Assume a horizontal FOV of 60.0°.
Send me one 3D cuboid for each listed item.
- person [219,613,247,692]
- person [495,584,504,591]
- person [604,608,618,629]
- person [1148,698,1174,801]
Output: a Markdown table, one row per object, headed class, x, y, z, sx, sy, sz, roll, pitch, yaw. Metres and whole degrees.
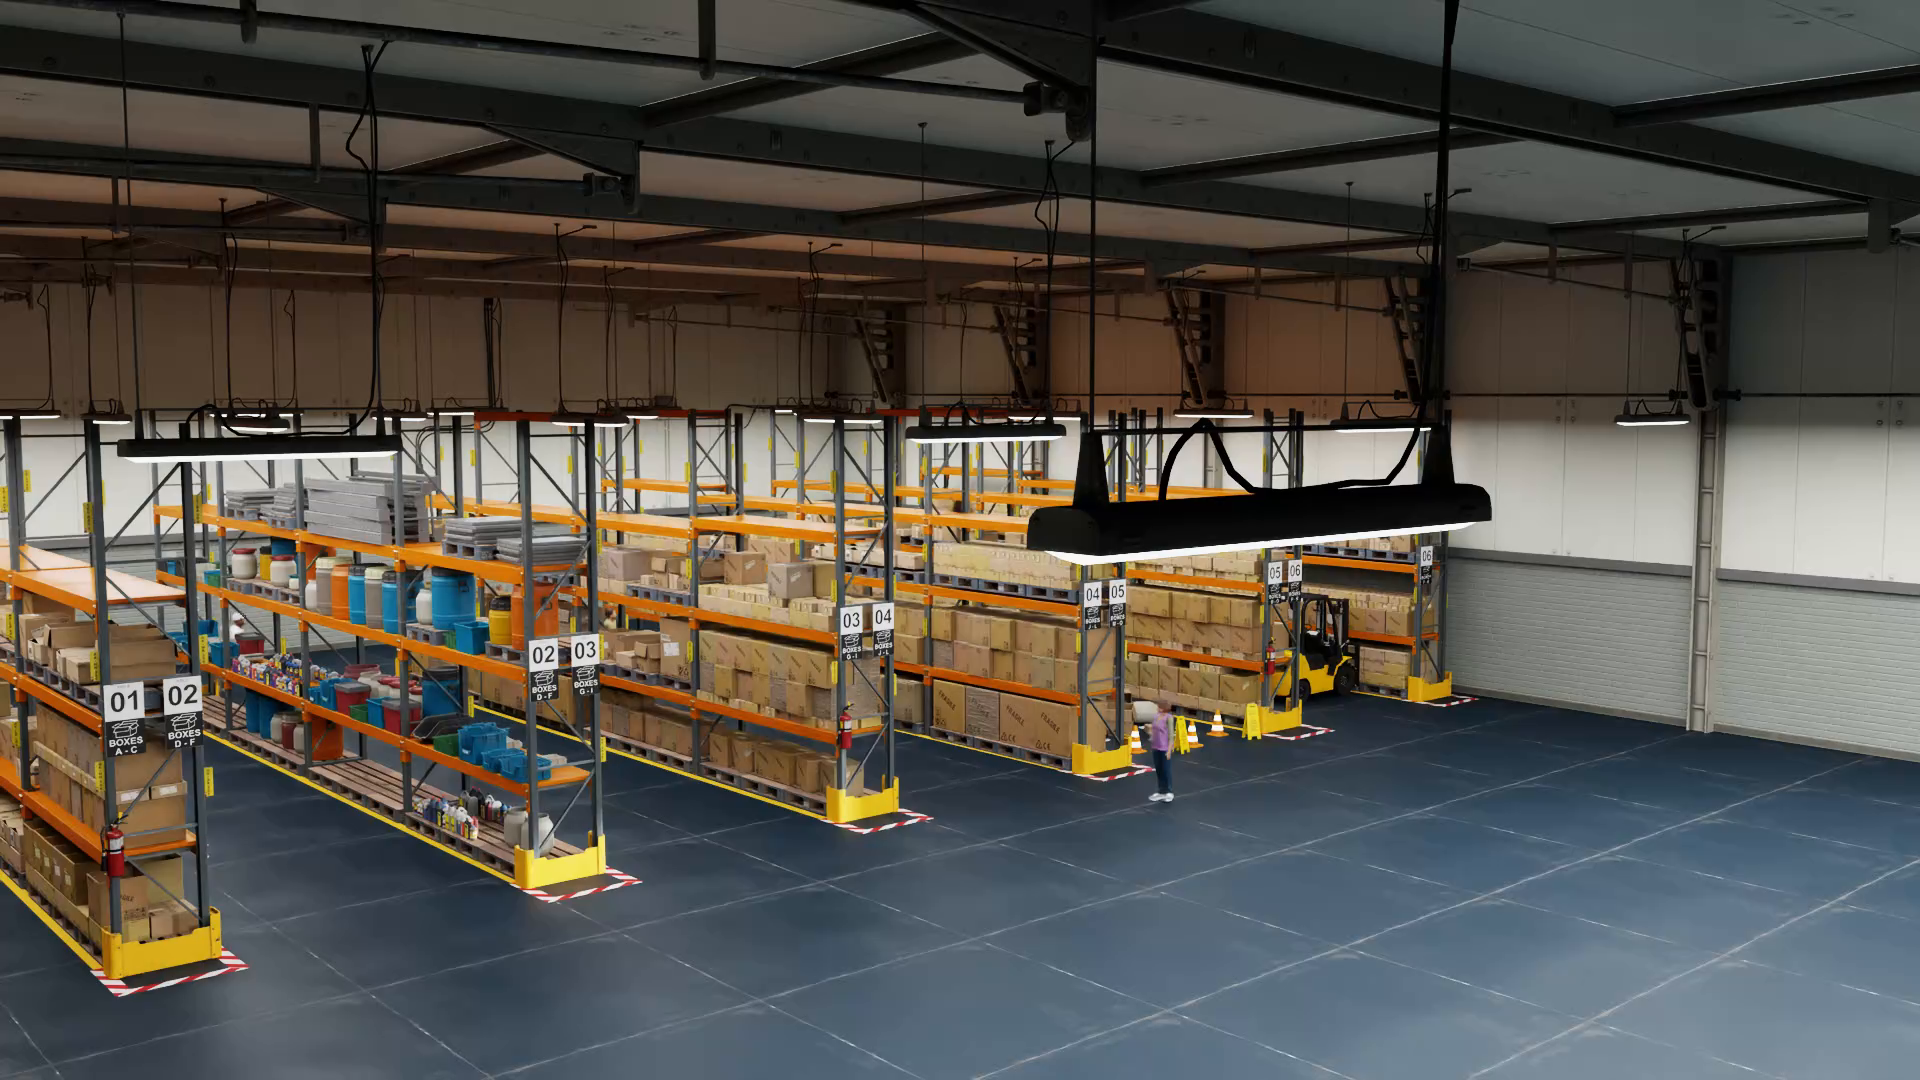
| class | x | y | z | sx | sy | sz | roll | pitch | yaw |
| --- | --- | --- | --- | --- | --- | --- | --- | --- | --- |
| person | -15.253 | 2.390 | 35.121 | 1.027 | 1.716 | 0.583 | -1 | 5 | -15 |
| person | -11.343 | 1.927 | 40.866 | 0.526 | 1.670 | 0.363 | -5 | 7 | -44 |
| person | -7.663 | 2.315 | 36.583 | 0.638 | 1.649 | 0.982 | -4 | 7 | -40 |
| person | 3.157 | 3.261 | 25.895 | 0.354 | 1.612 | 0.486 | -4 | 6 | -39 |
